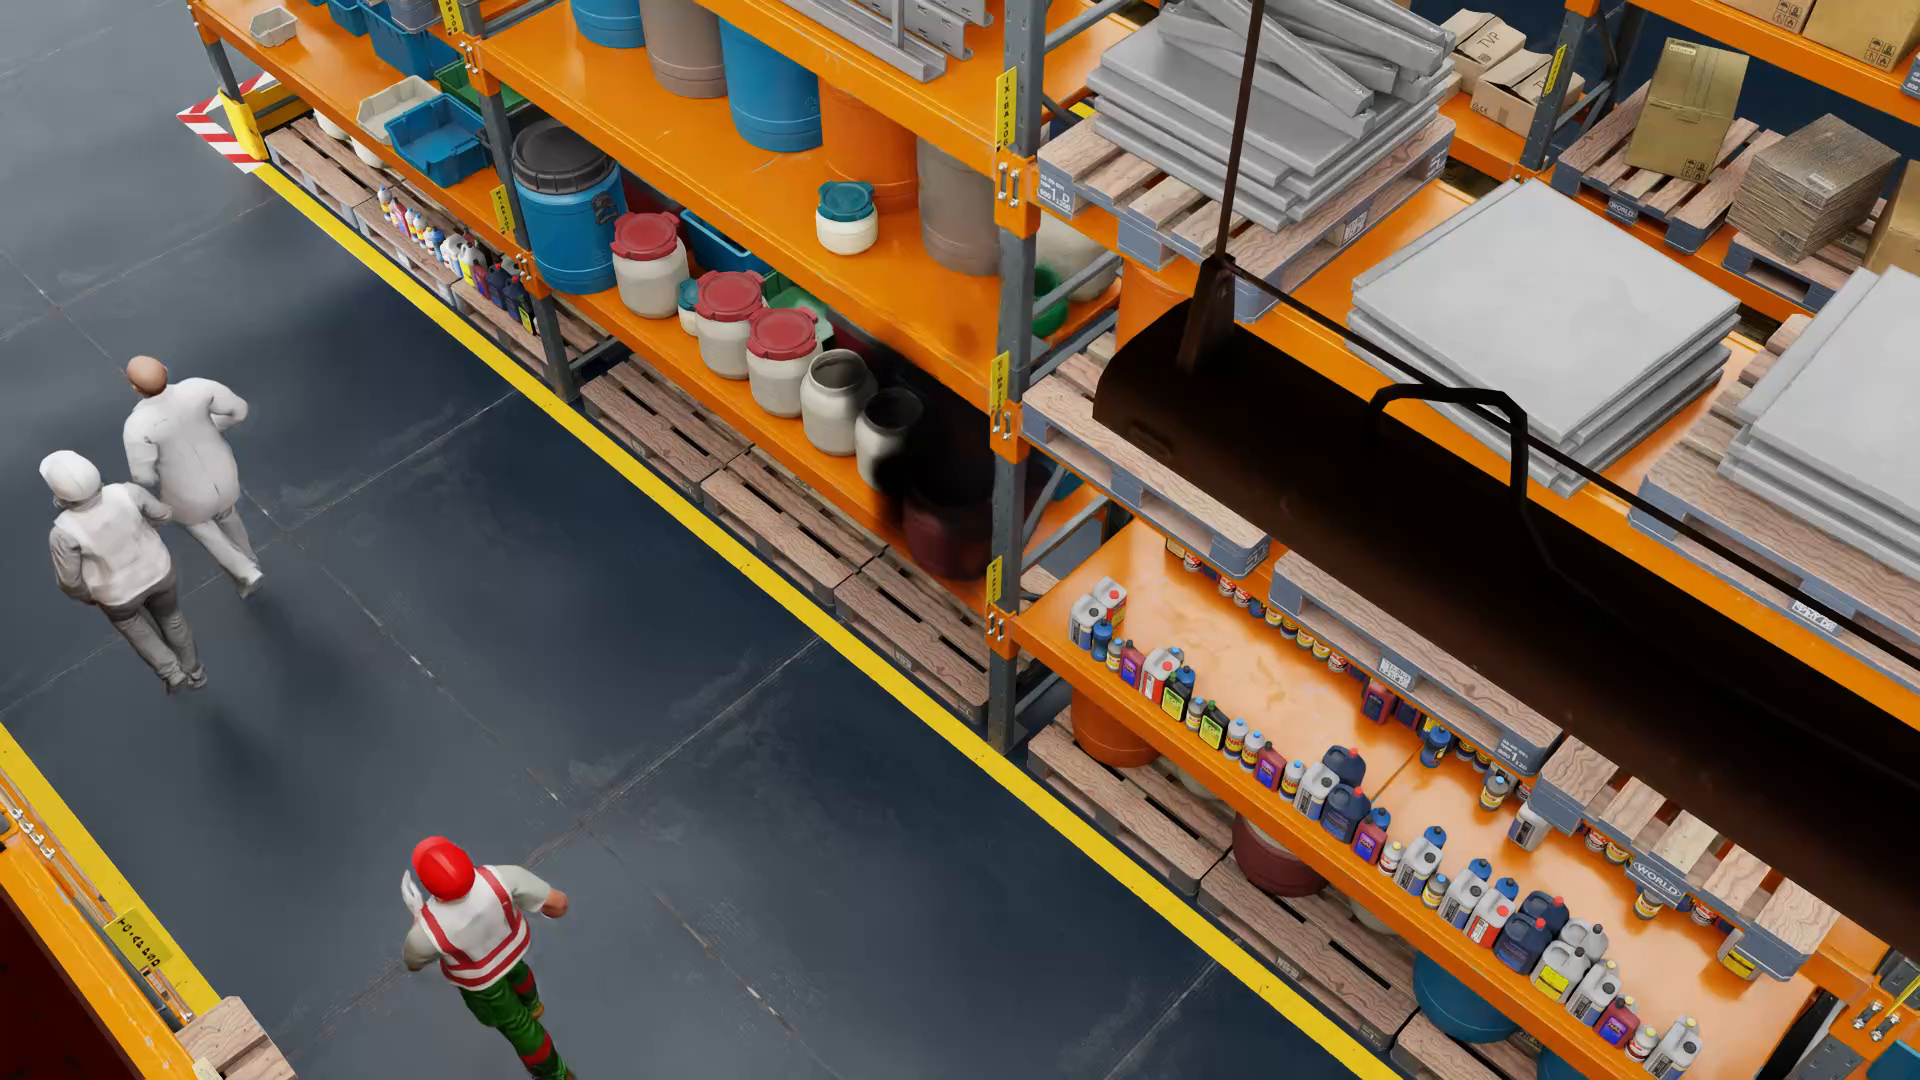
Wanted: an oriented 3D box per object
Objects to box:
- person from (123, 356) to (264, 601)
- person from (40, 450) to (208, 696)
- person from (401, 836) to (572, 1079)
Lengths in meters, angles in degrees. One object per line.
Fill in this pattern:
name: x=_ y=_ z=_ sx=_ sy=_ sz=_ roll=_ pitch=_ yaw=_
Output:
person: x=-4.165 y=-0.350 z=9.171 sx=0.586 sy=1.763 sz=0.721 roll=31 pitch=57 yaw=24
person: x=-4.389 y=0.161 z=8.757 sx=0.534 sy=1.771 sz=0.669 roll=36 pitch=59 yaw=26
person: x=-2.080 y=1.827 z=7.340 sx=0.741 sy=1.893 sz=0.645 roll=31 pitch=57 yaw=23
